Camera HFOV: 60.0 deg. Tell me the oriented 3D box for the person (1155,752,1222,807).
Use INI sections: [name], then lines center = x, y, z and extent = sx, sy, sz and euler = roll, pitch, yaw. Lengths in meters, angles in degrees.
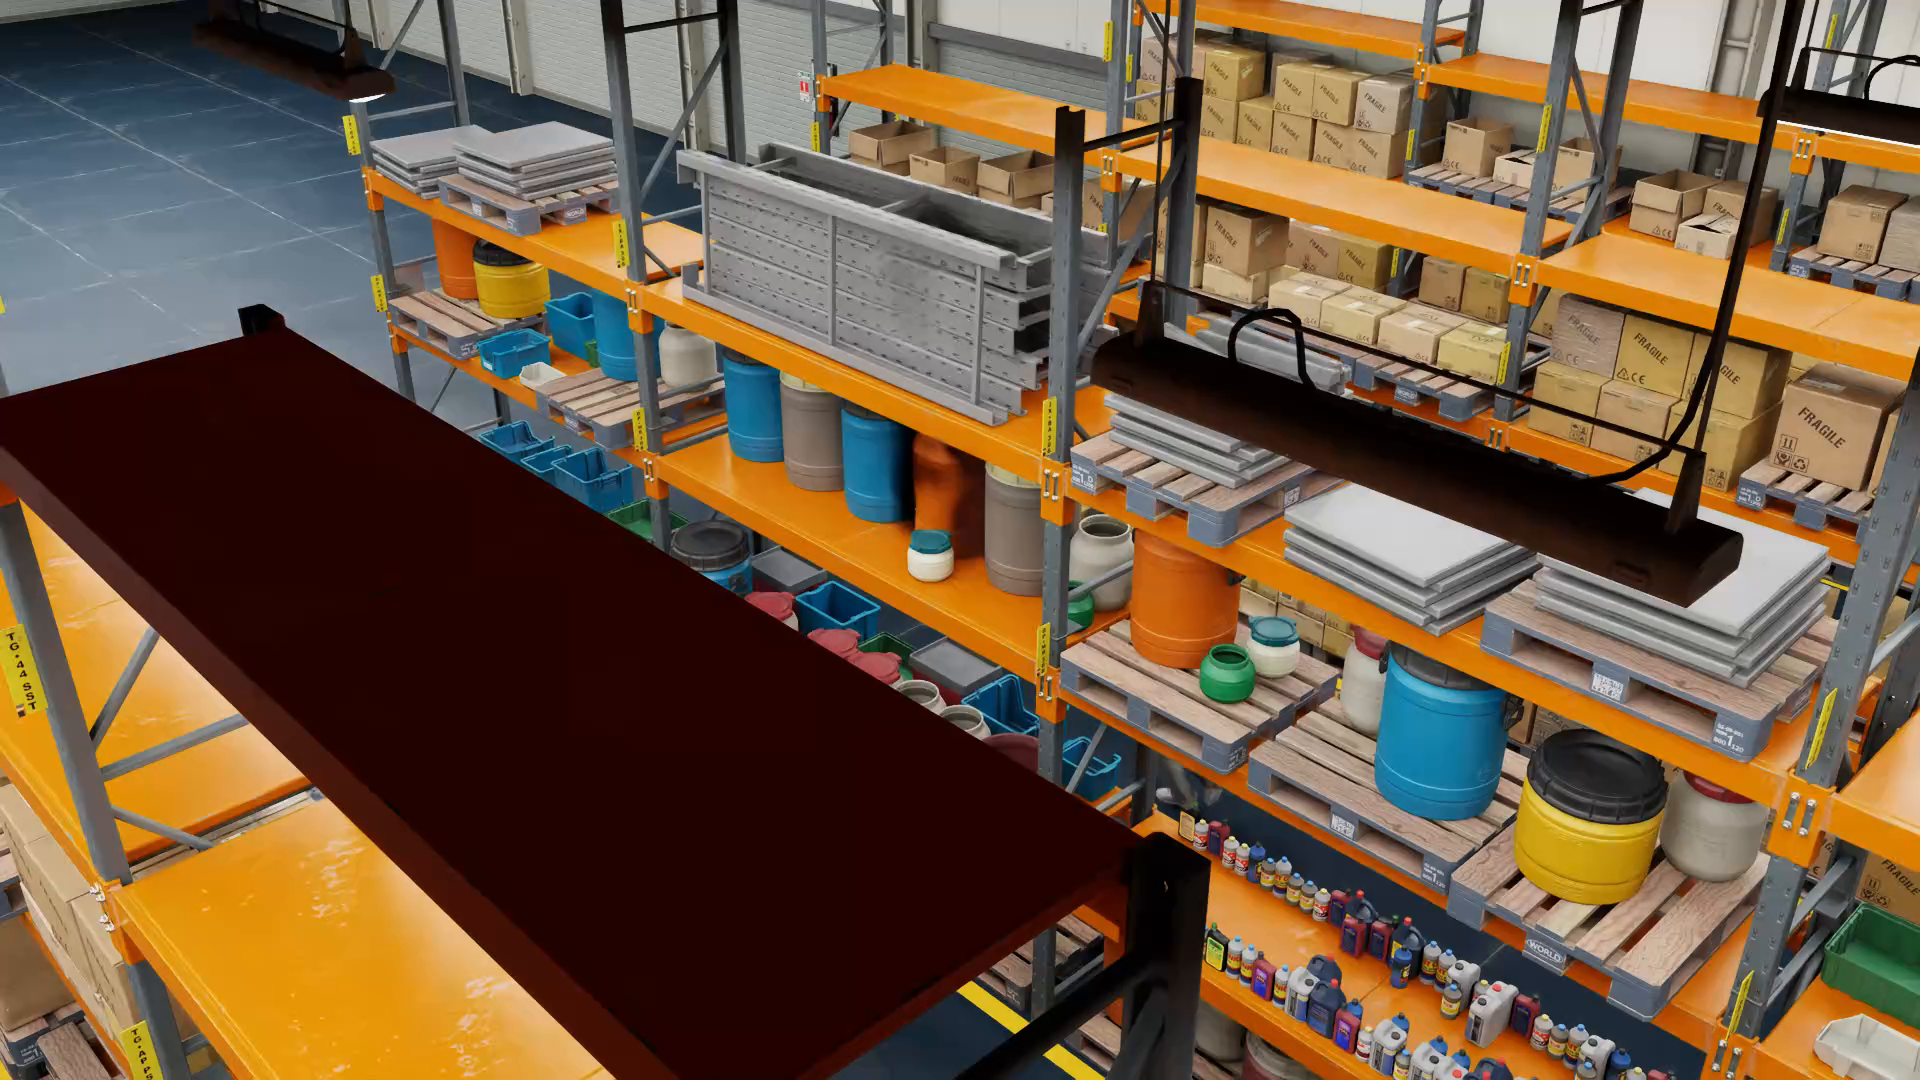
[person]
center = 1.719, 1.343, 12.557
extent = 0.709, 1.714, 0.717
euler = 18, 33, 30
